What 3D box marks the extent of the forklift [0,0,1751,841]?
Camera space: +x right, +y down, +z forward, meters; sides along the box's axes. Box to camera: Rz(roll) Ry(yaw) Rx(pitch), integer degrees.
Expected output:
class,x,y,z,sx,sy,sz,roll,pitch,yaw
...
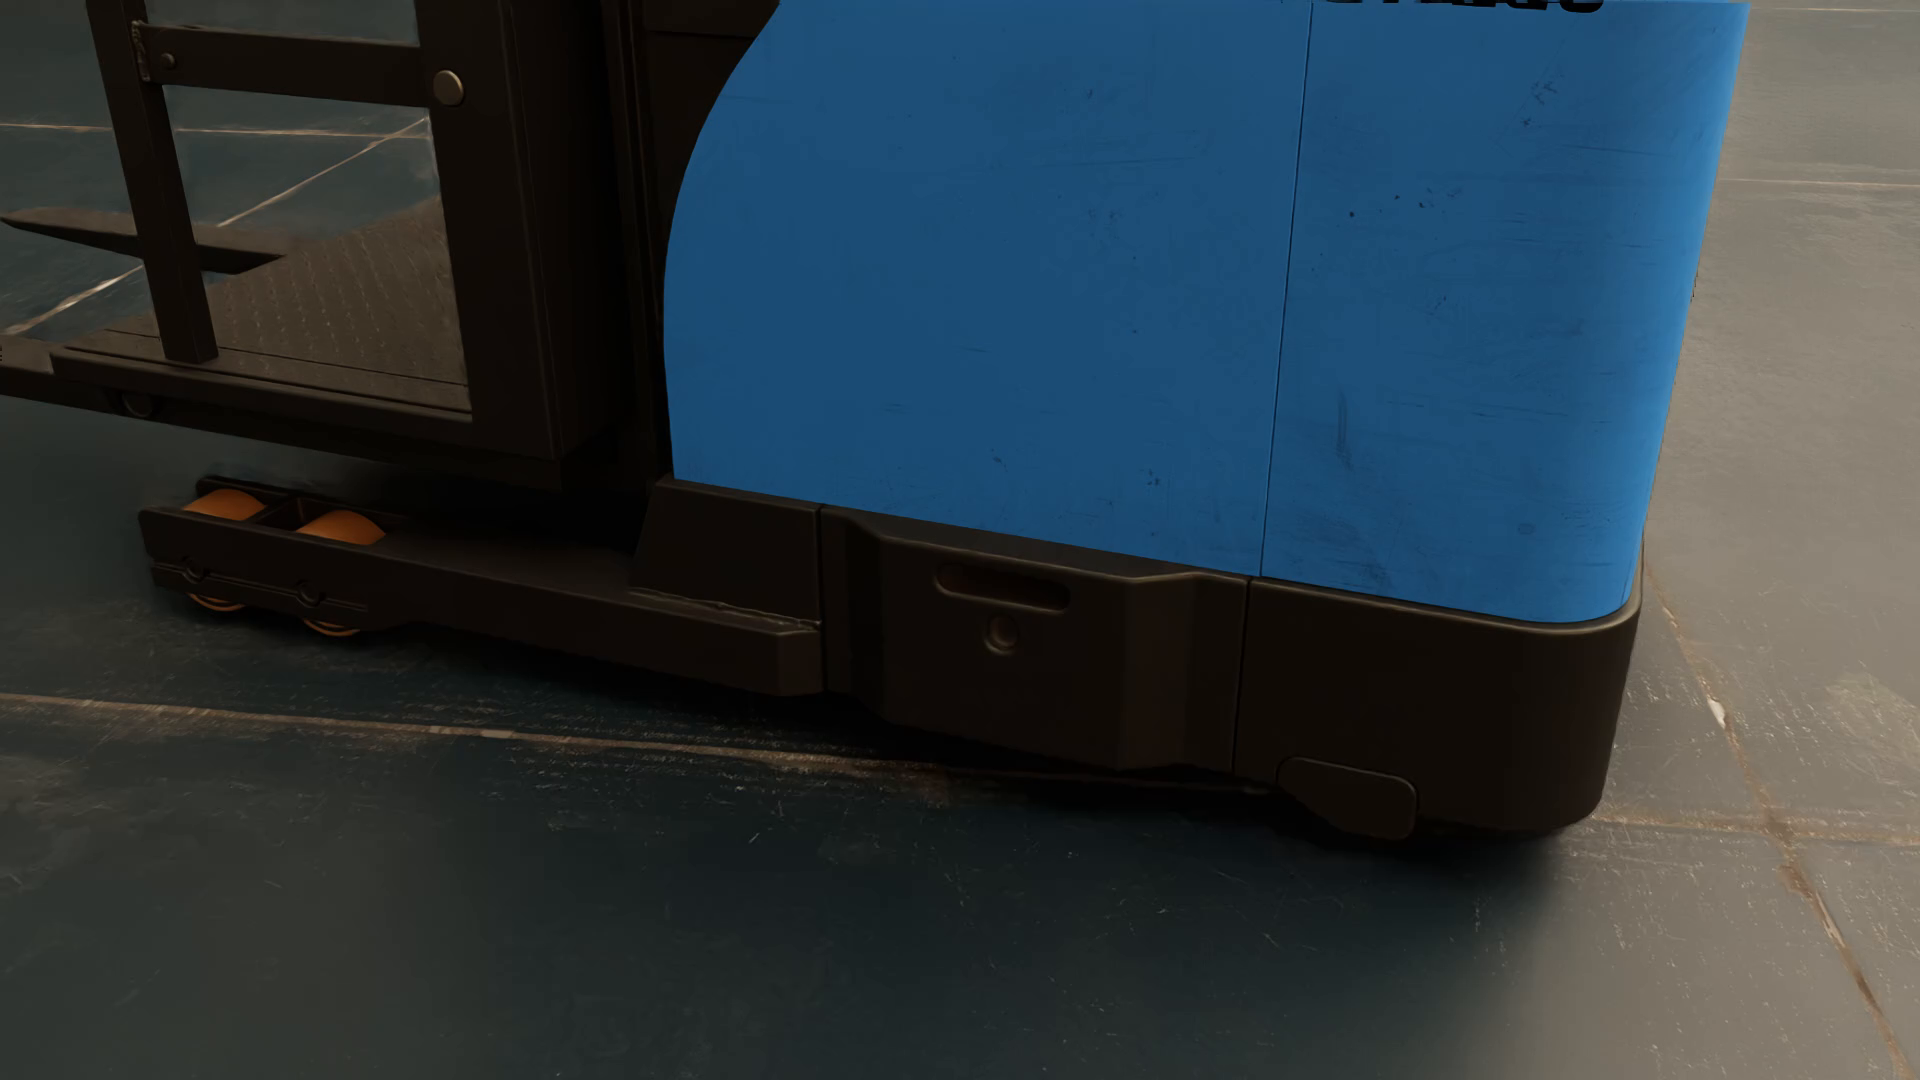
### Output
class,x,y,z,sx,sy,sz,roll,pitch,yaw
forklift,-0.575,-1.389,2.002,3.031,2.935,1.130,10,28,19
